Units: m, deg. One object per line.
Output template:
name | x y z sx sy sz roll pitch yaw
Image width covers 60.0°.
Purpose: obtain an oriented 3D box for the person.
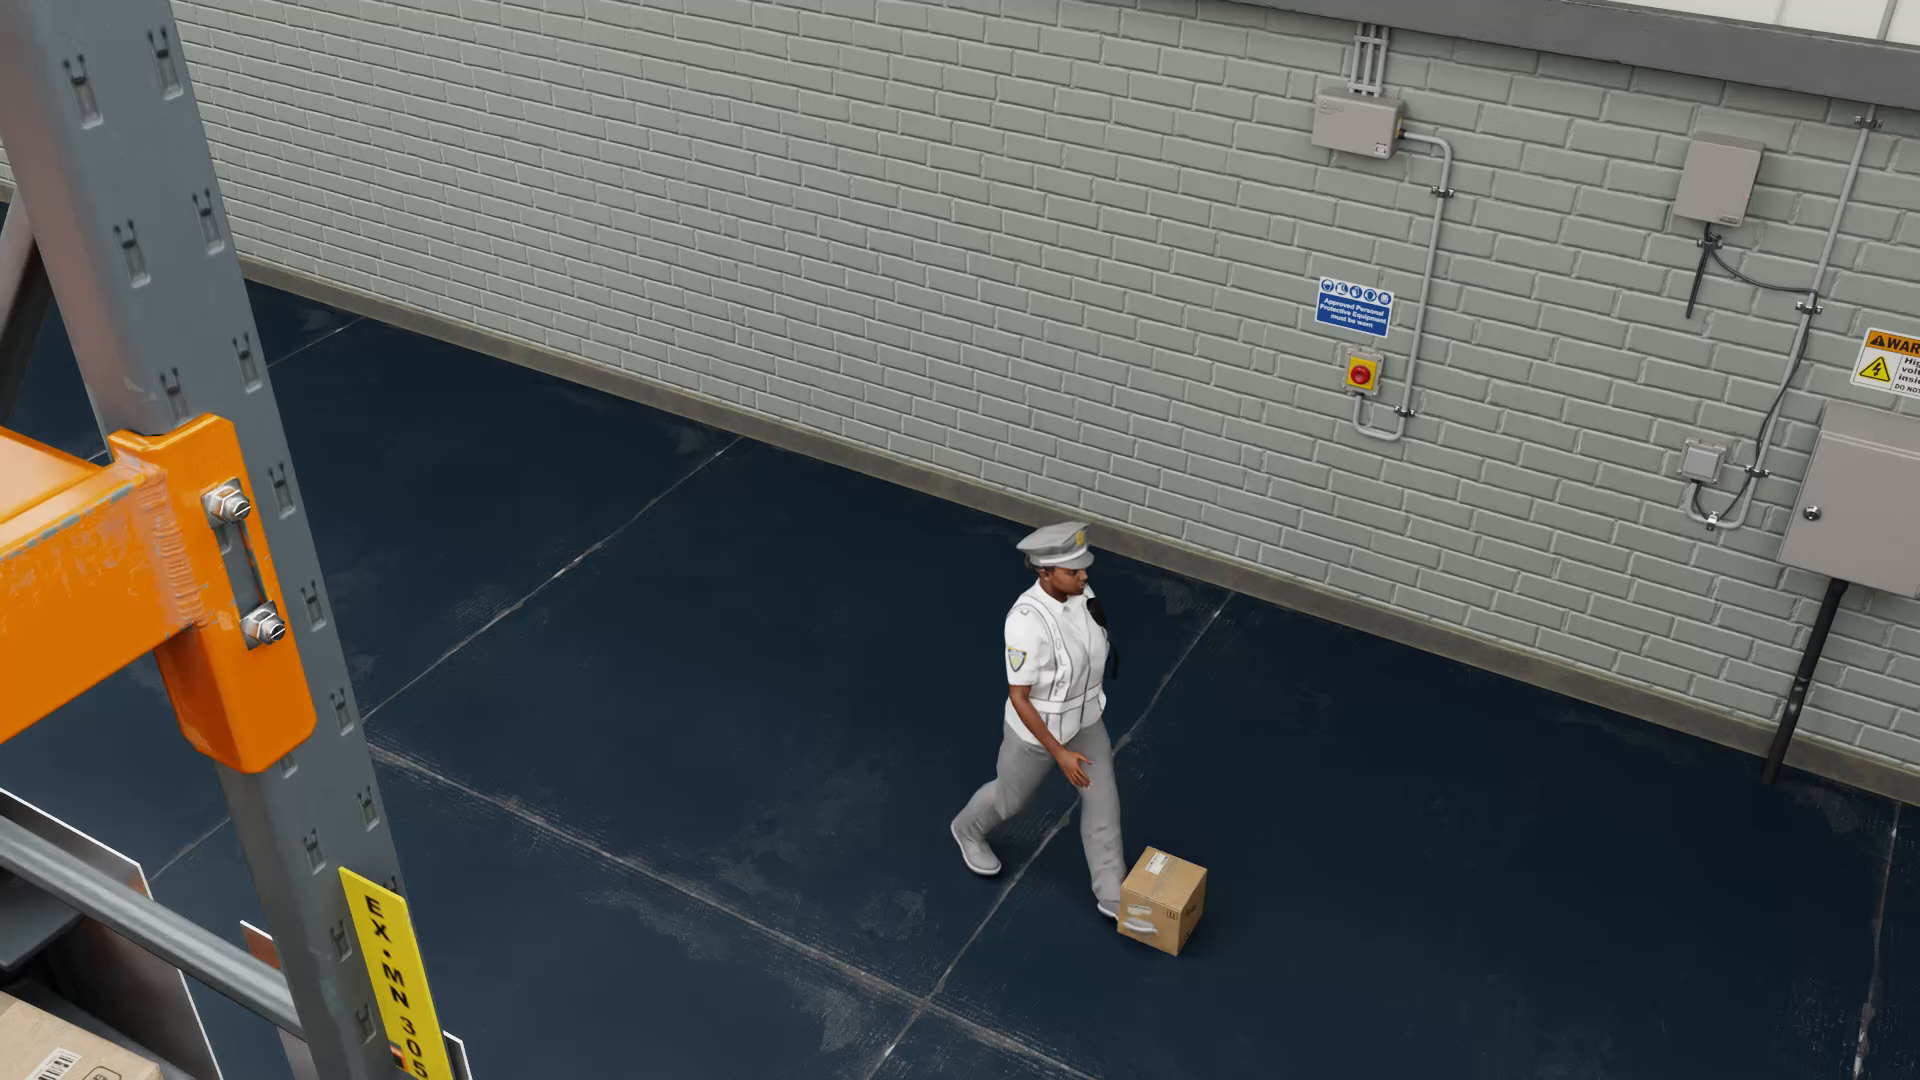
person | 0.402 0.679 6.138 0.508 1.645 0.955 -28 43 -34
